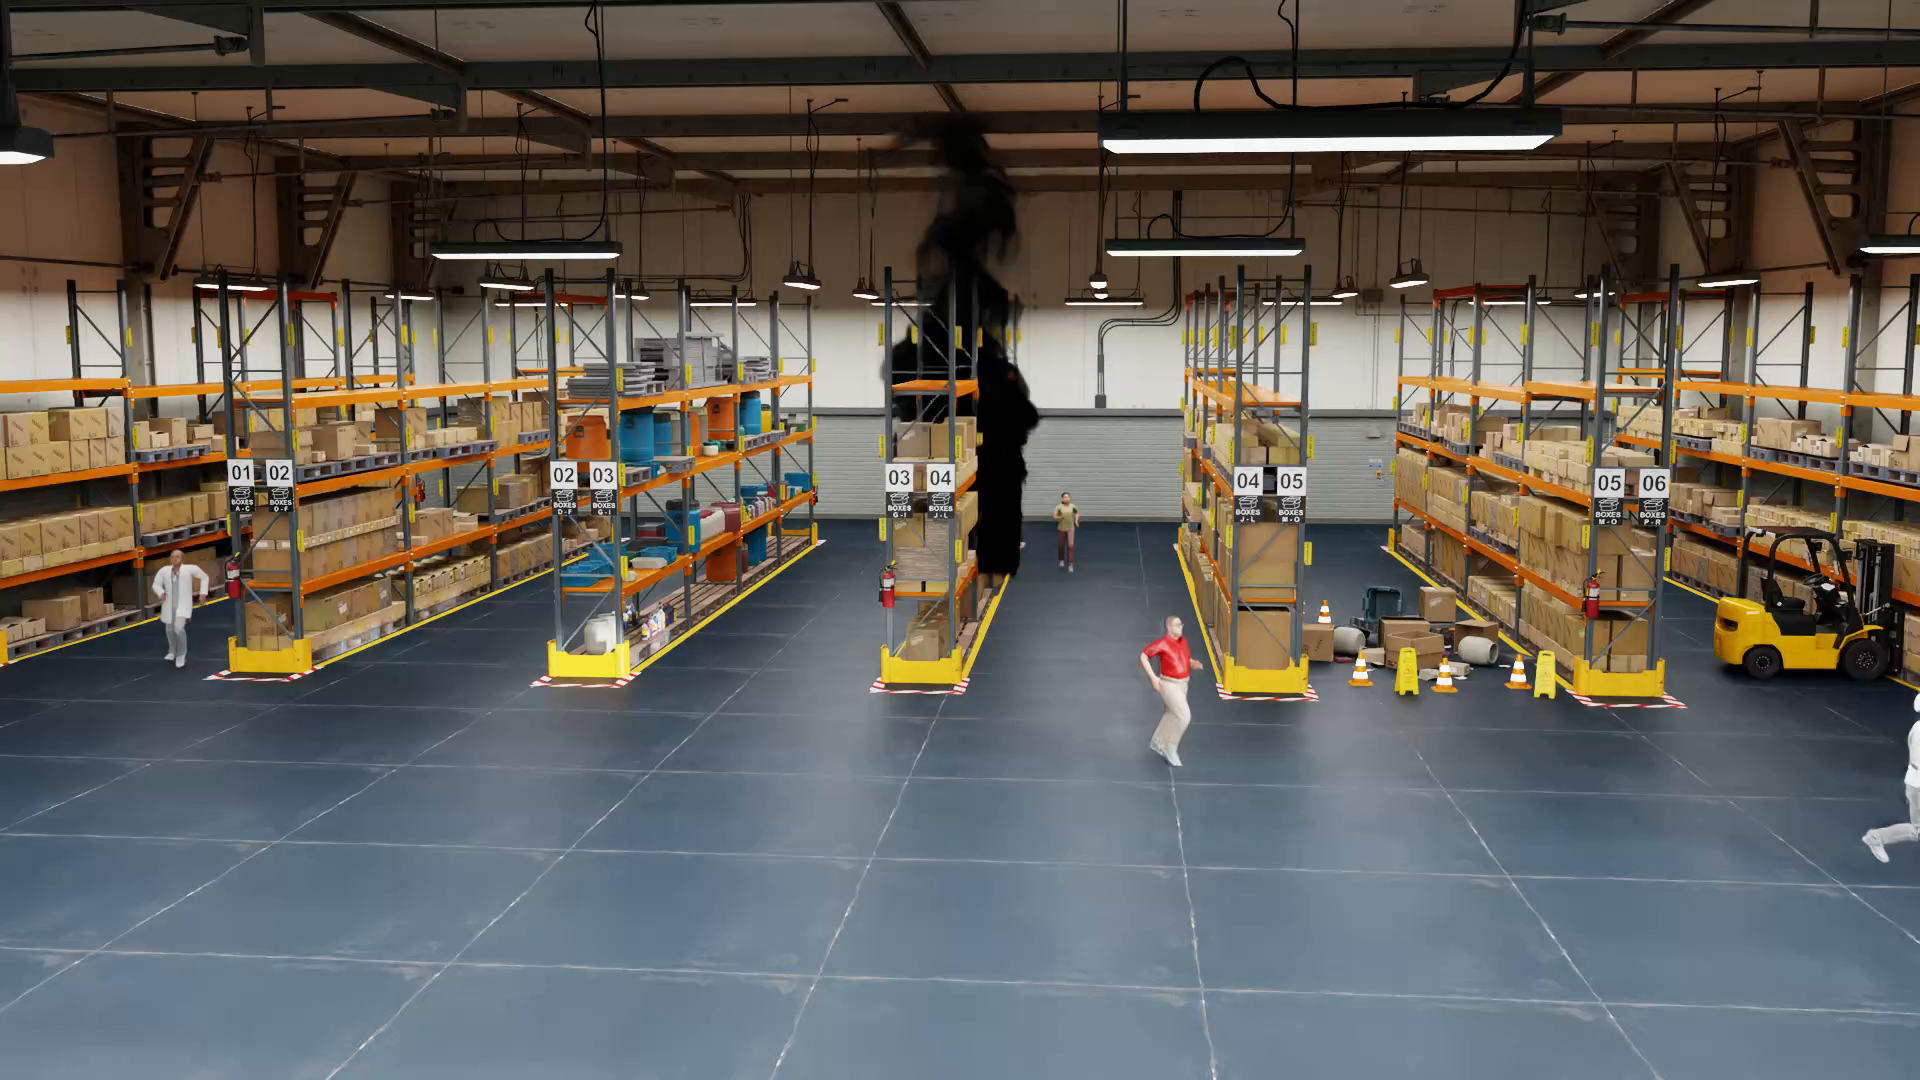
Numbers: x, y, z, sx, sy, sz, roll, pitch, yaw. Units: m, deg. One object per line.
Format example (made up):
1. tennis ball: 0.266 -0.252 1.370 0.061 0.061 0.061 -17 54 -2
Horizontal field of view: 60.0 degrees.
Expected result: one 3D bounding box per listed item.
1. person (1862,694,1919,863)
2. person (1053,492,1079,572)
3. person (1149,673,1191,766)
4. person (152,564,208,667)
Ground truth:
1. person: 8.895 2.277 15.352 0.922 1.777 0.445 6 9 43
2. person: 2.279 -0.197 35.786 0.577 1.673 0.945 0 7 0
3. person: 2.505 2.107 19.722 0.668 1.112 0.415 6 9 38
4. person: -11.974 1.141 25.578 0.748 1.623 0.706 -1 7 -7
